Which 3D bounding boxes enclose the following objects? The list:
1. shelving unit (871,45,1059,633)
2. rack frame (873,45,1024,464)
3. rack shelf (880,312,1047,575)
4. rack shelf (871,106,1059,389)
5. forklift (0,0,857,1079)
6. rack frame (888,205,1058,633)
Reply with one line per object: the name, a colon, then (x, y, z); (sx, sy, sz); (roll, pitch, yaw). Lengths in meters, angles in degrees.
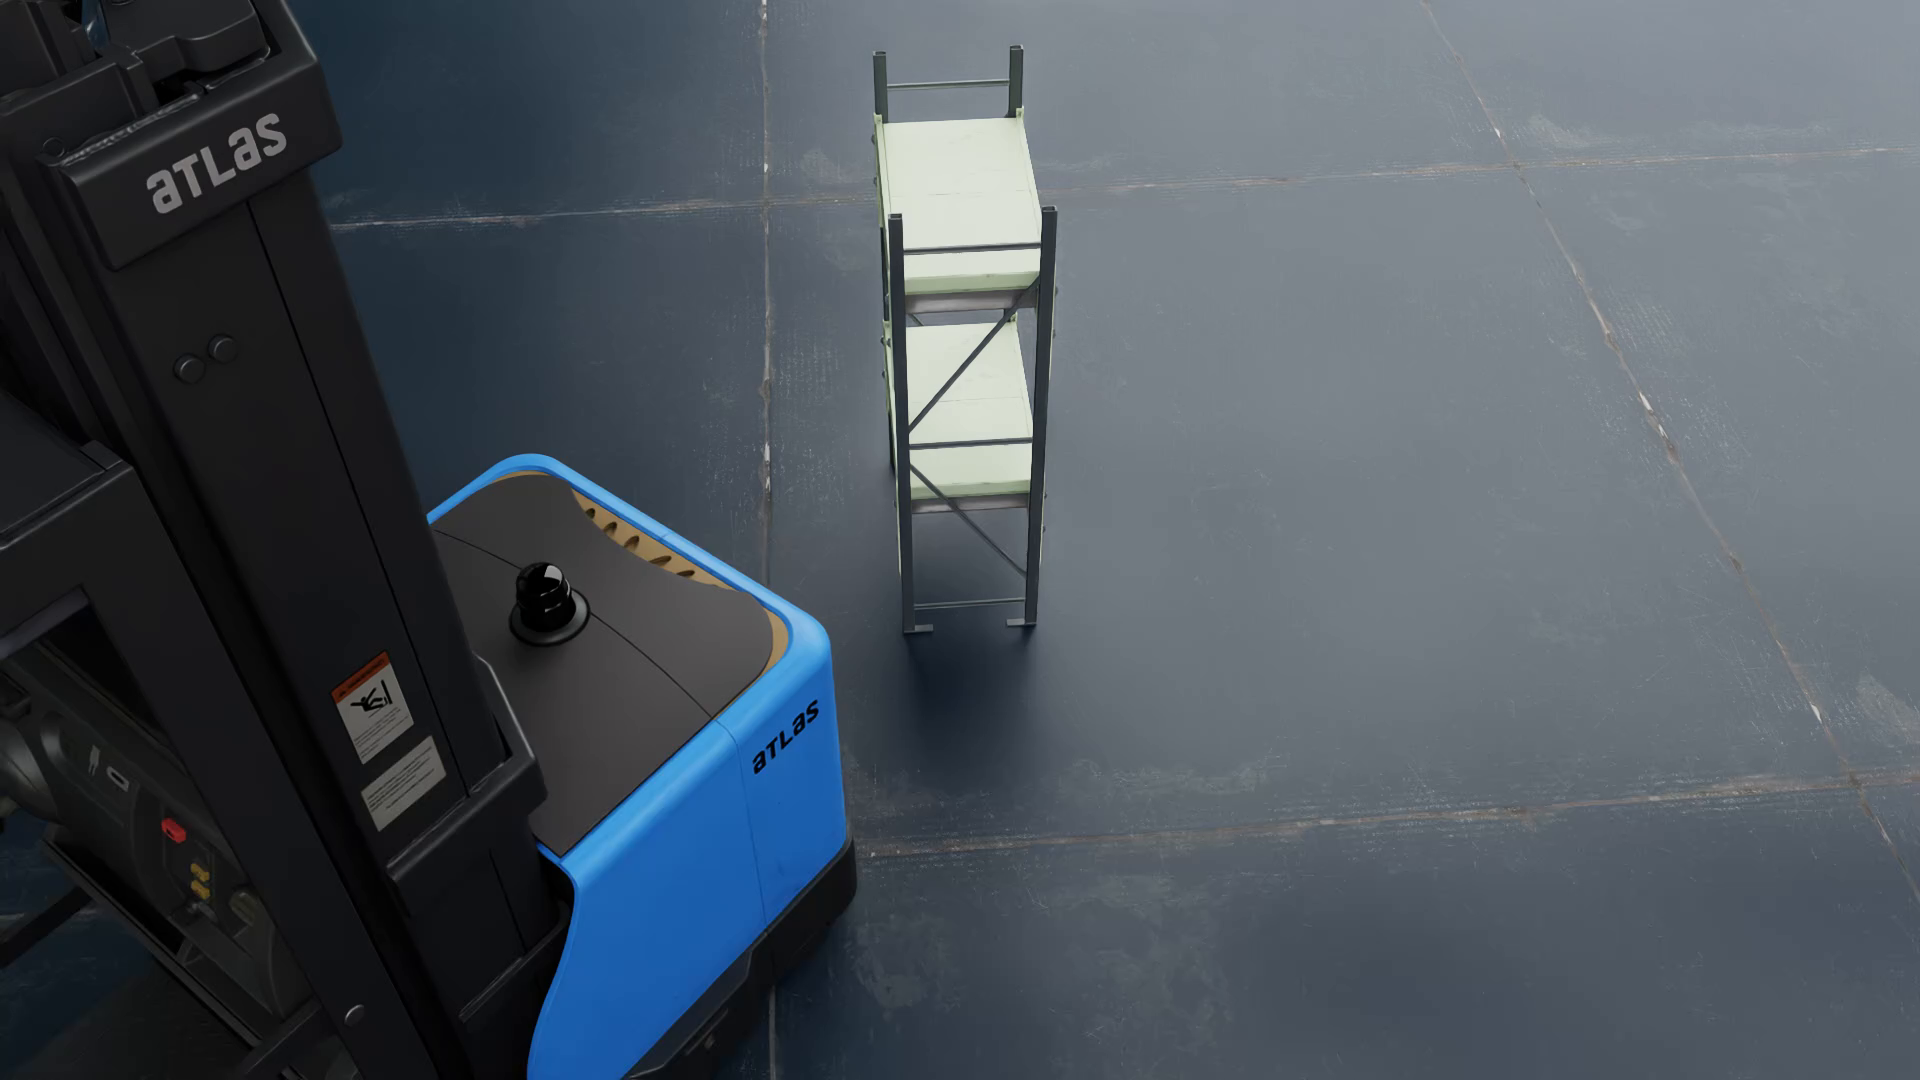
shelving unit: (-0.001, -0.521, 4.710); (0.431, 1.500, 0.755); (-3, 47, -3)
rack frame: (-0.031, -0.785, 4.961); (0.400, 1.500, 0.023); (-3, 47, -3)
rack shelf: (-0.001, -0.296, 4.947); (0.431, 0.370, 0.720); (-3, 47, -3)
rack shelf: (-0.001, -0.789, 4.427); (0.431, 0.370, 0.720); (-3, 47, -3)
forklift: (-1.562, 0.559, 2.702); (1.130, 2.935, 3.031); (29, 53, 25)
rack frame: (0.030, -0.256, 4.459); (0.400, 1.500, 0.023); (-3, 47, -3)
